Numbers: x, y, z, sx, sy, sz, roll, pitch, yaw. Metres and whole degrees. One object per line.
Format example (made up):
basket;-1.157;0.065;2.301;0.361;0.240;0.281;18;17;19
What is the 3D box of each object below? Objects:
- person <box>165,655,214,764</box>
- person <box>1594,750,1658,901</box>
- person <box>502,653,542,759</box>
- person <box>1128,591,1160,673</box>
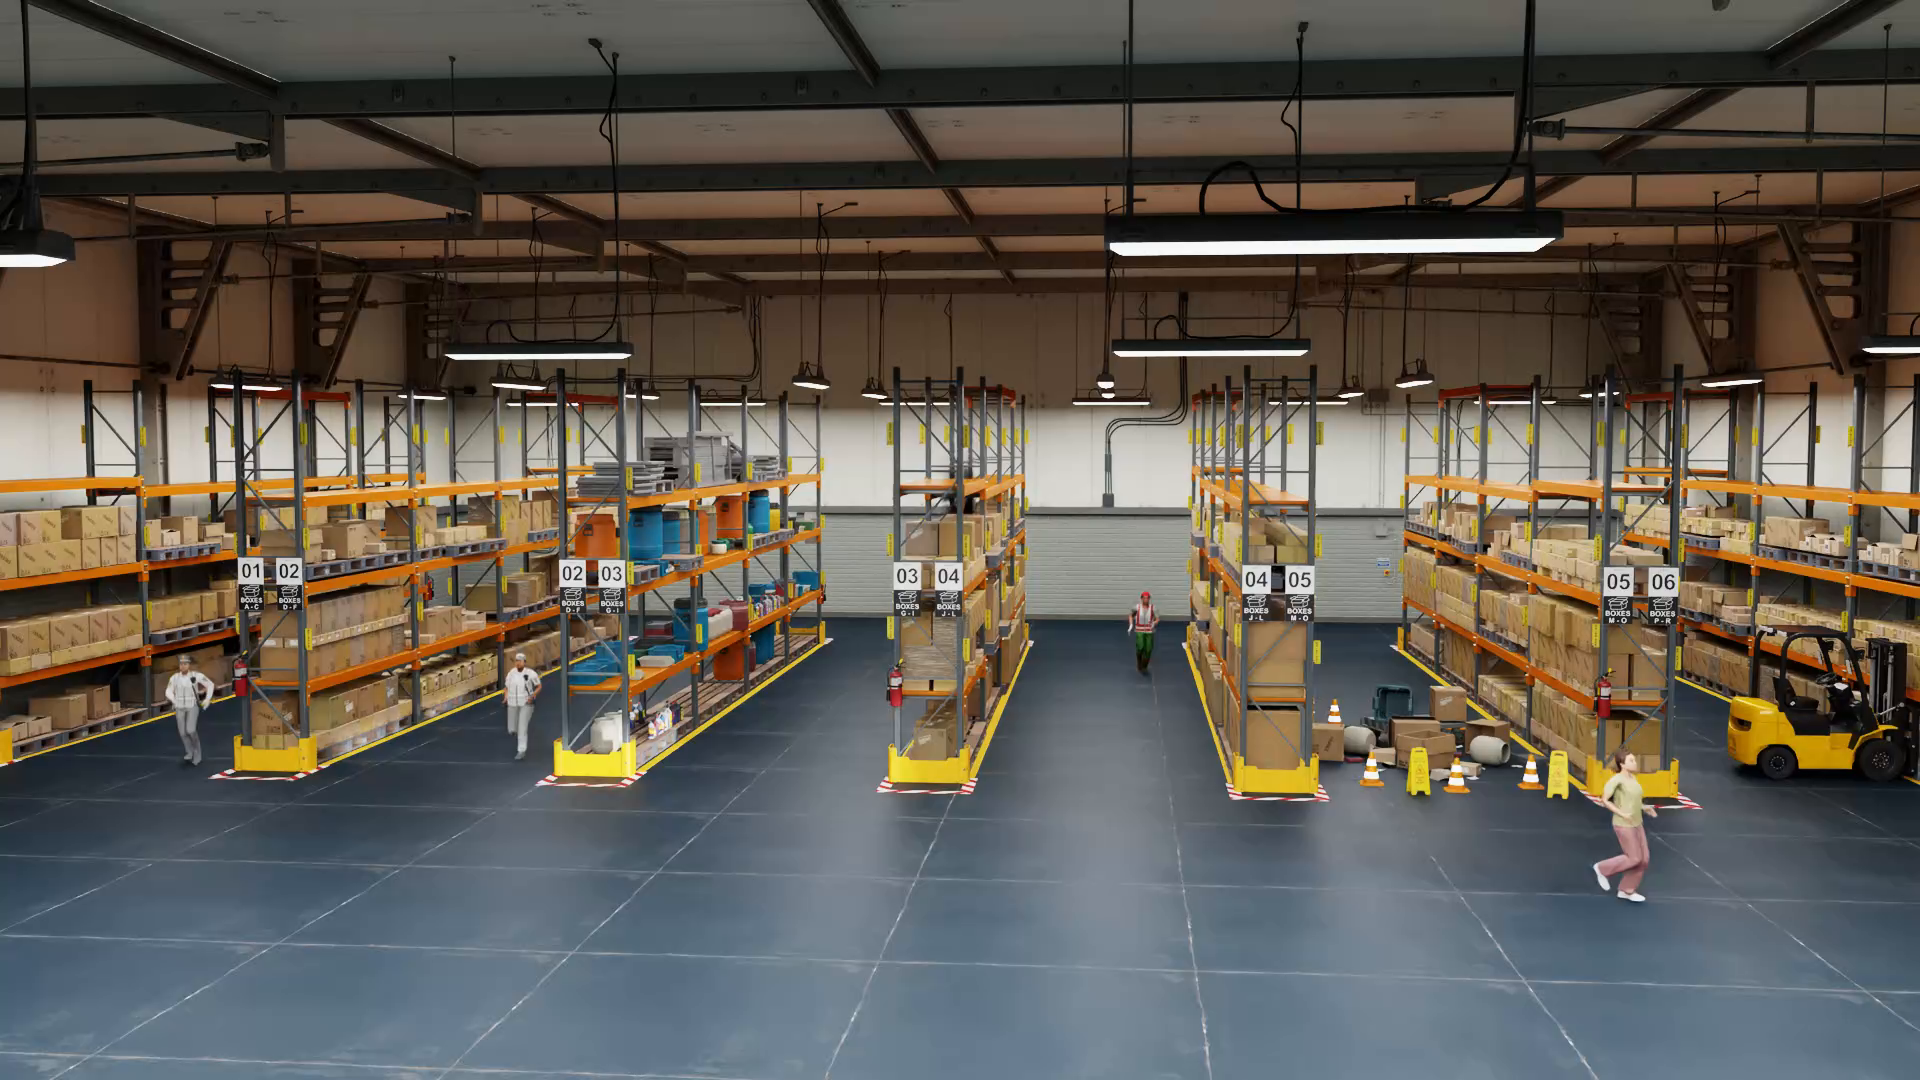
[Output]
person;-11.791;2.592;25.397;0.642;1.707;0.660;0;4;-7
person;7.187;3.071;17.981;0.578;1.619;0.569;-3;5;-38
person;-6.867;2.584;26.102;0.615;1.630;0.587;0;4;6
person;3.877;1.947;34.988;0.658;1.735;0.674;0;4;2
